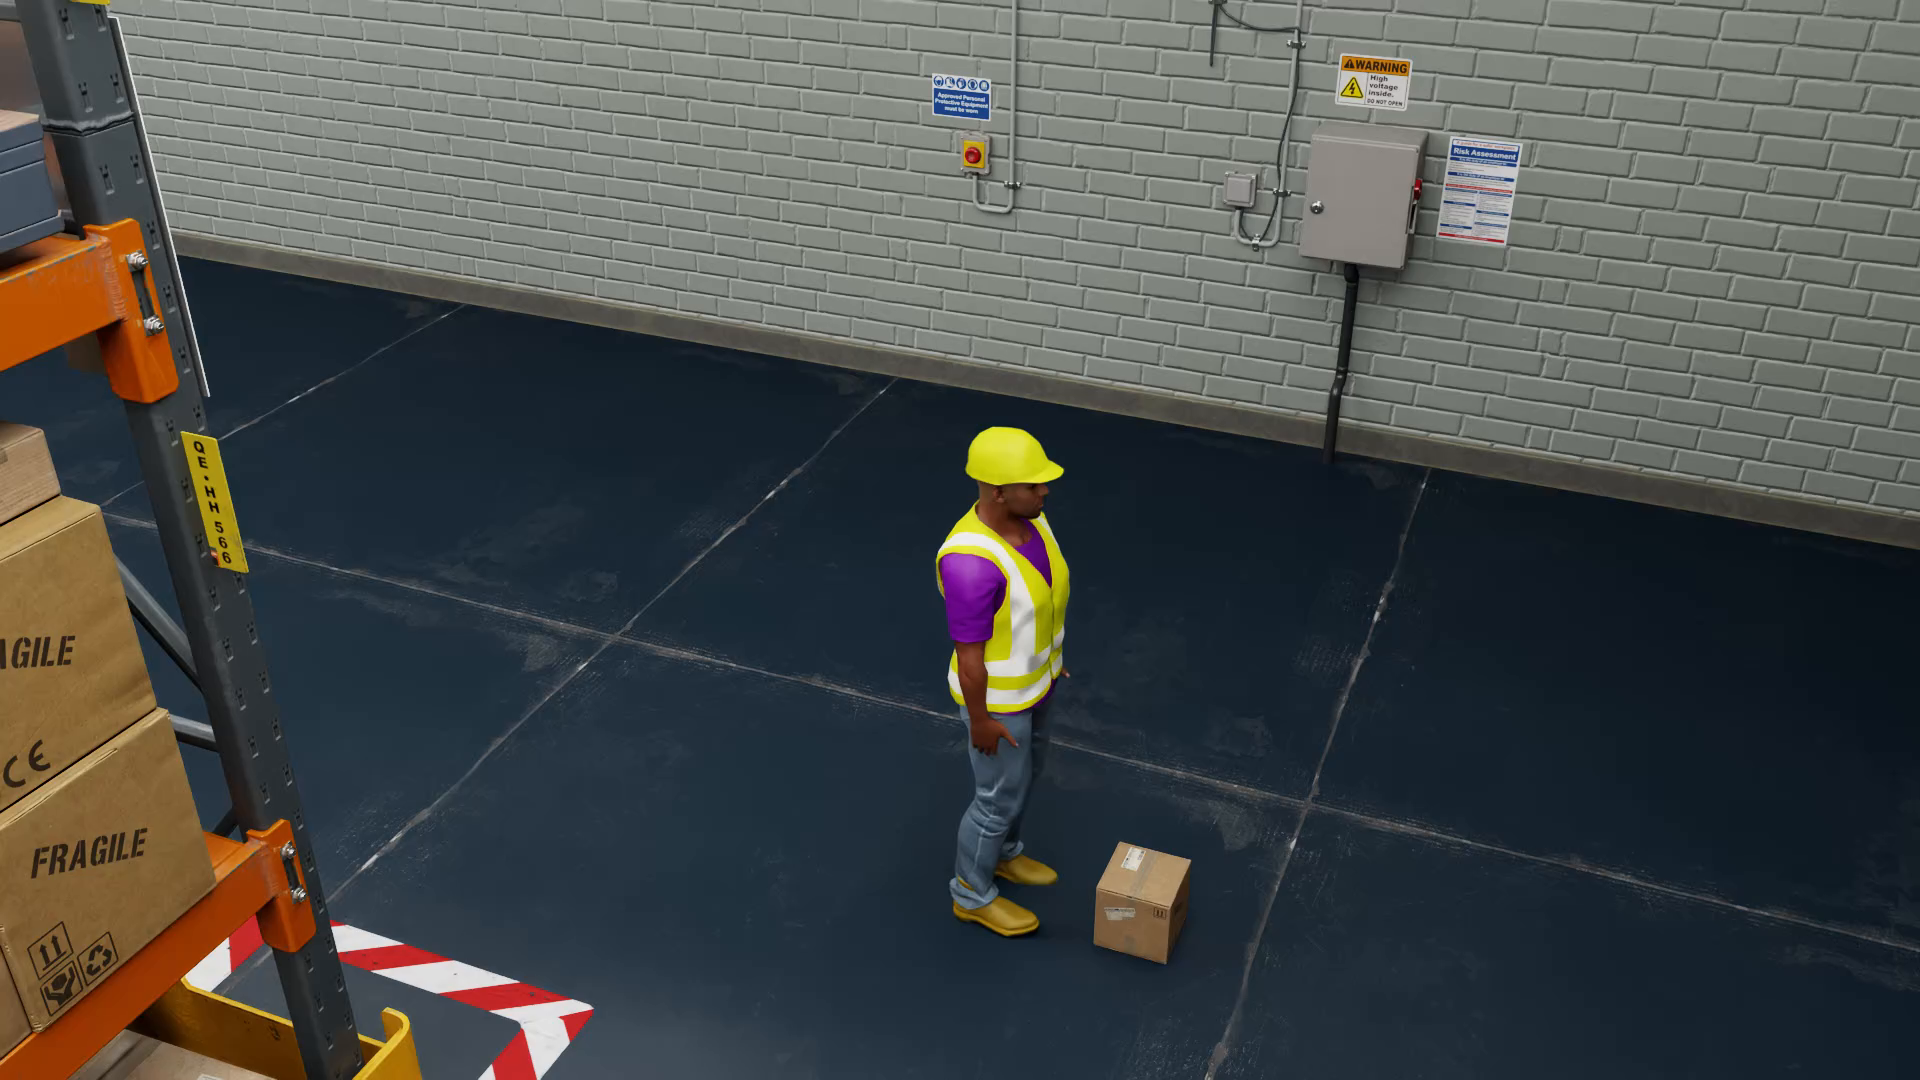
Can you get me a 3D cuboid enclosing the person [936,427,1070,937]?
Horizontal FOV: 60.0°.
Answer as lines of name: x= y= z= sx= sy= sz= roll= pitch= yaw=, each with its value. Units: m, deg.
person: x=0.155 y=0.457 z=5.317 sx=0.362 sy=1.778 sz=0.563 roll=12 pitch=32 yaw=20
